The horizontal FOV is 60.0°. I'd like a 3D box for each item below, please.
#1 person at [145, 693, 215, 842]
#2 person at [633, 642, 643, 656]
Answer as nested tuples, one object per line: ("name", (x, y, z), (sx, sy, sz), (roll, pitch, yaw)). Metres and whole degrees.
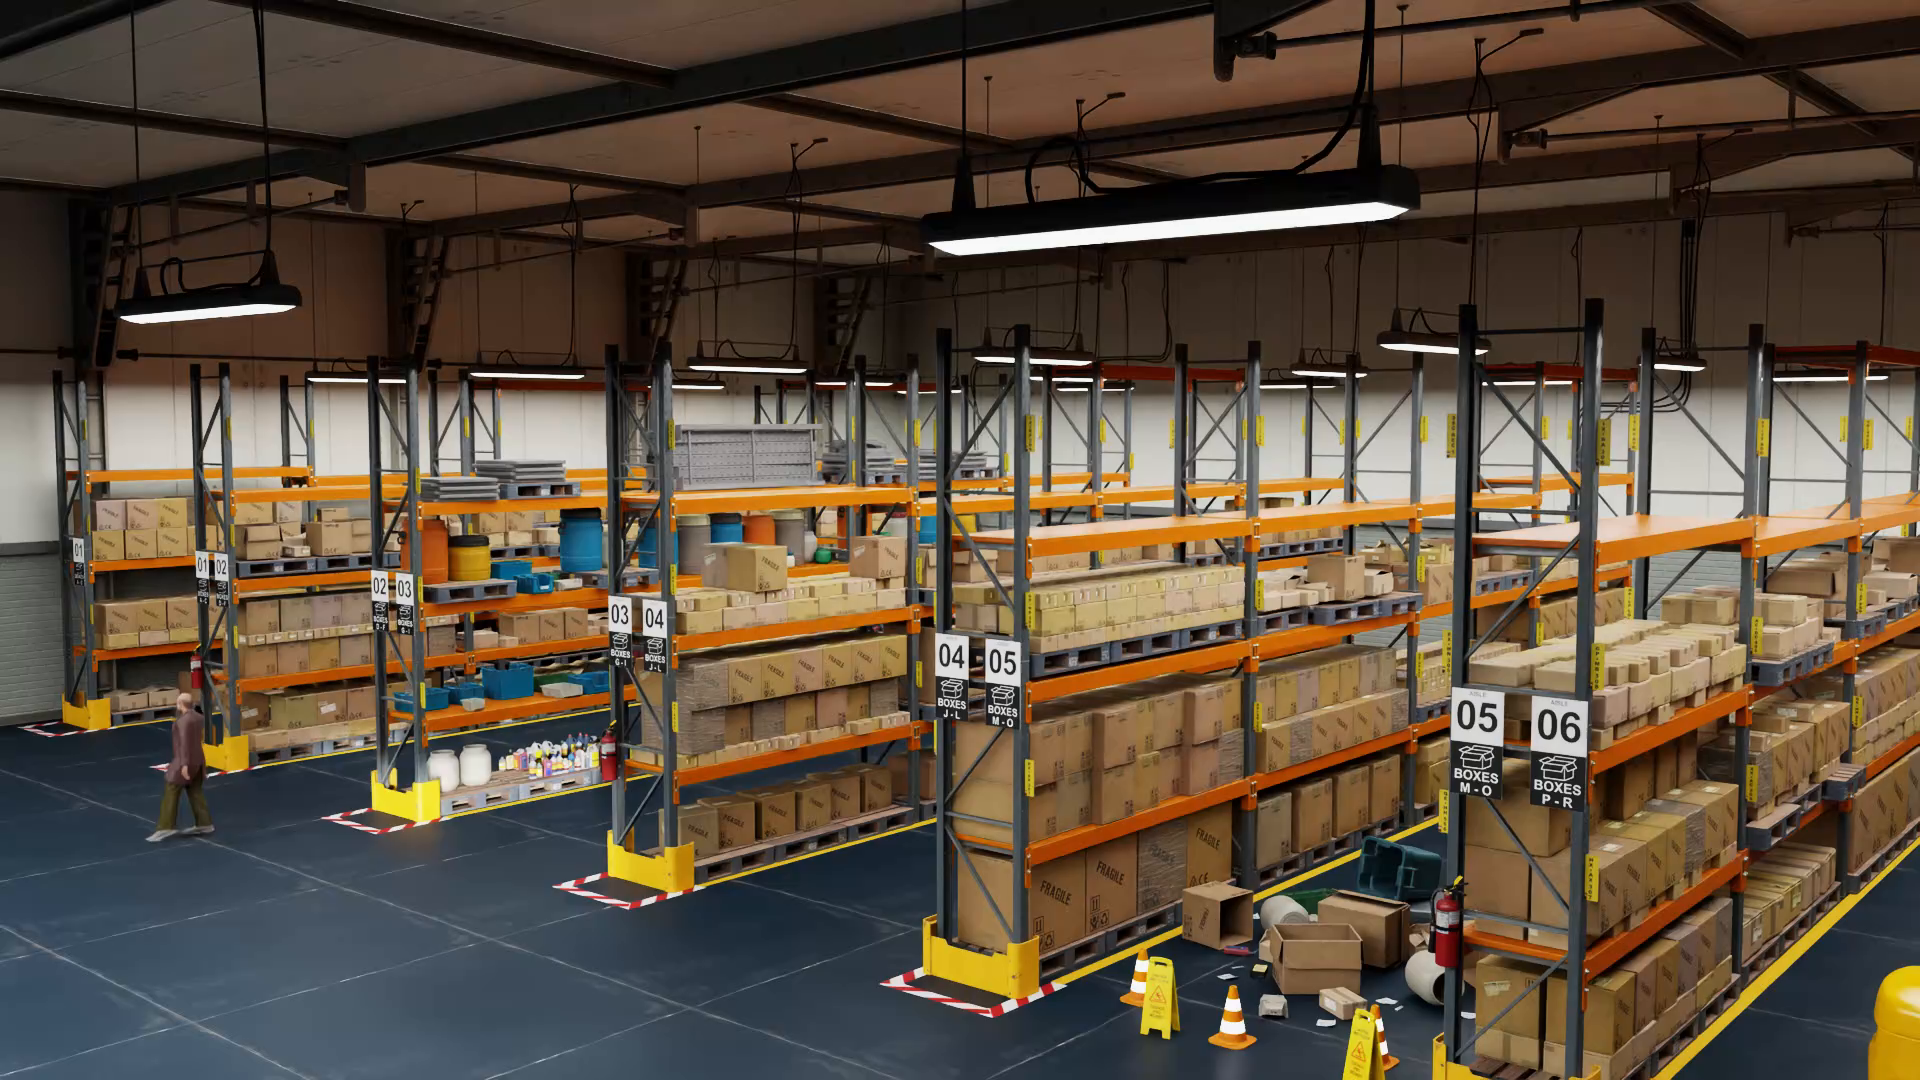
("person", (-9.652, 2.800, 20.656), (0.693, 1.807, 0.662), (0, 4, 5))
("person", (-6.342, 1.949, 33.651), (0.571, 1.610, 0.558), (3, 5, 39))
